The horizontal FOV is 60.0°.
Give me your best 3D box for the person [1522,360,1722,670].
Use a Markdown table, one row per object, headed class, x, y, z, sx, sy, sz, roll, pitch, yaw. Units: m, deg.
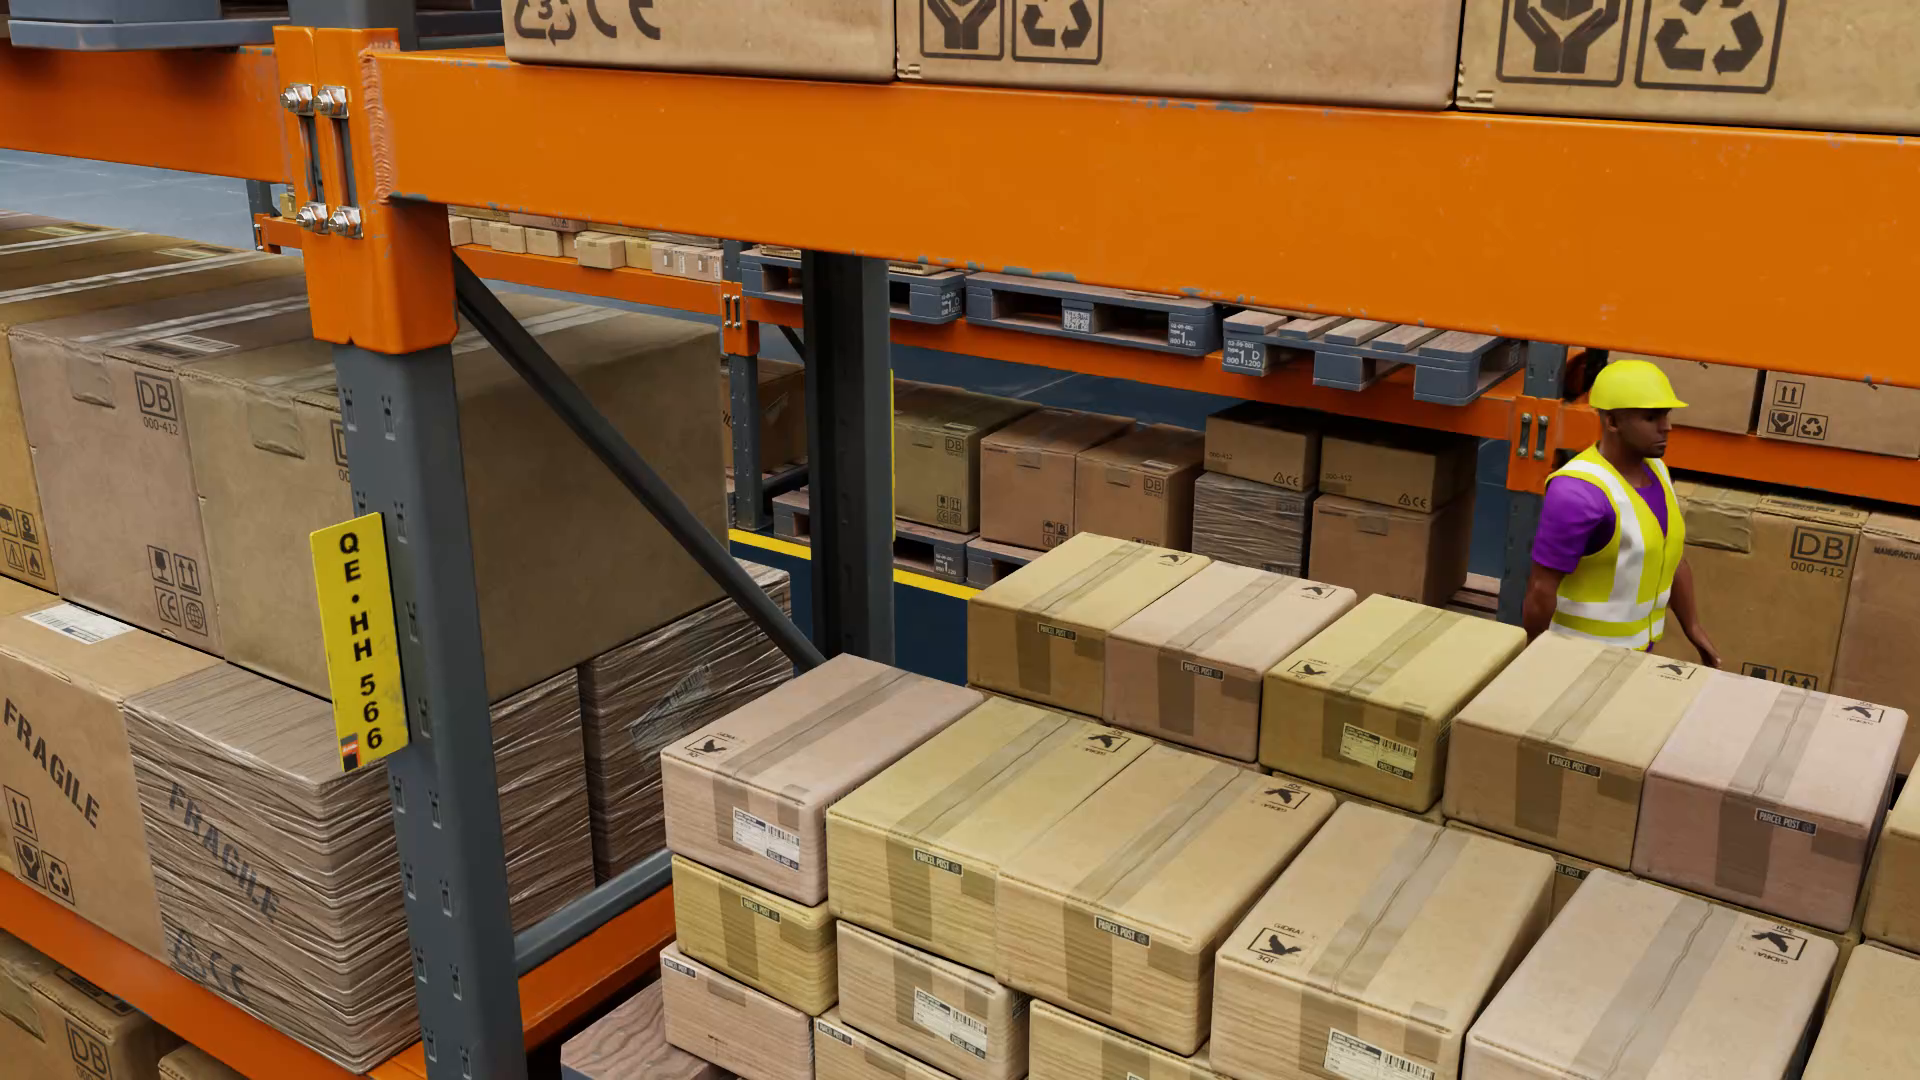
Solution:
| class | x | y | z | sx | sy | sz | roll | pitch | yaw |
| --- | --- | --- | --- | --- | --- | --- | --- | --- | --- |
| person | 1.988 | 0.355 | 5.087 | 0.580 | 1.830 | 0.581 | 18 | 27 | 41 |
